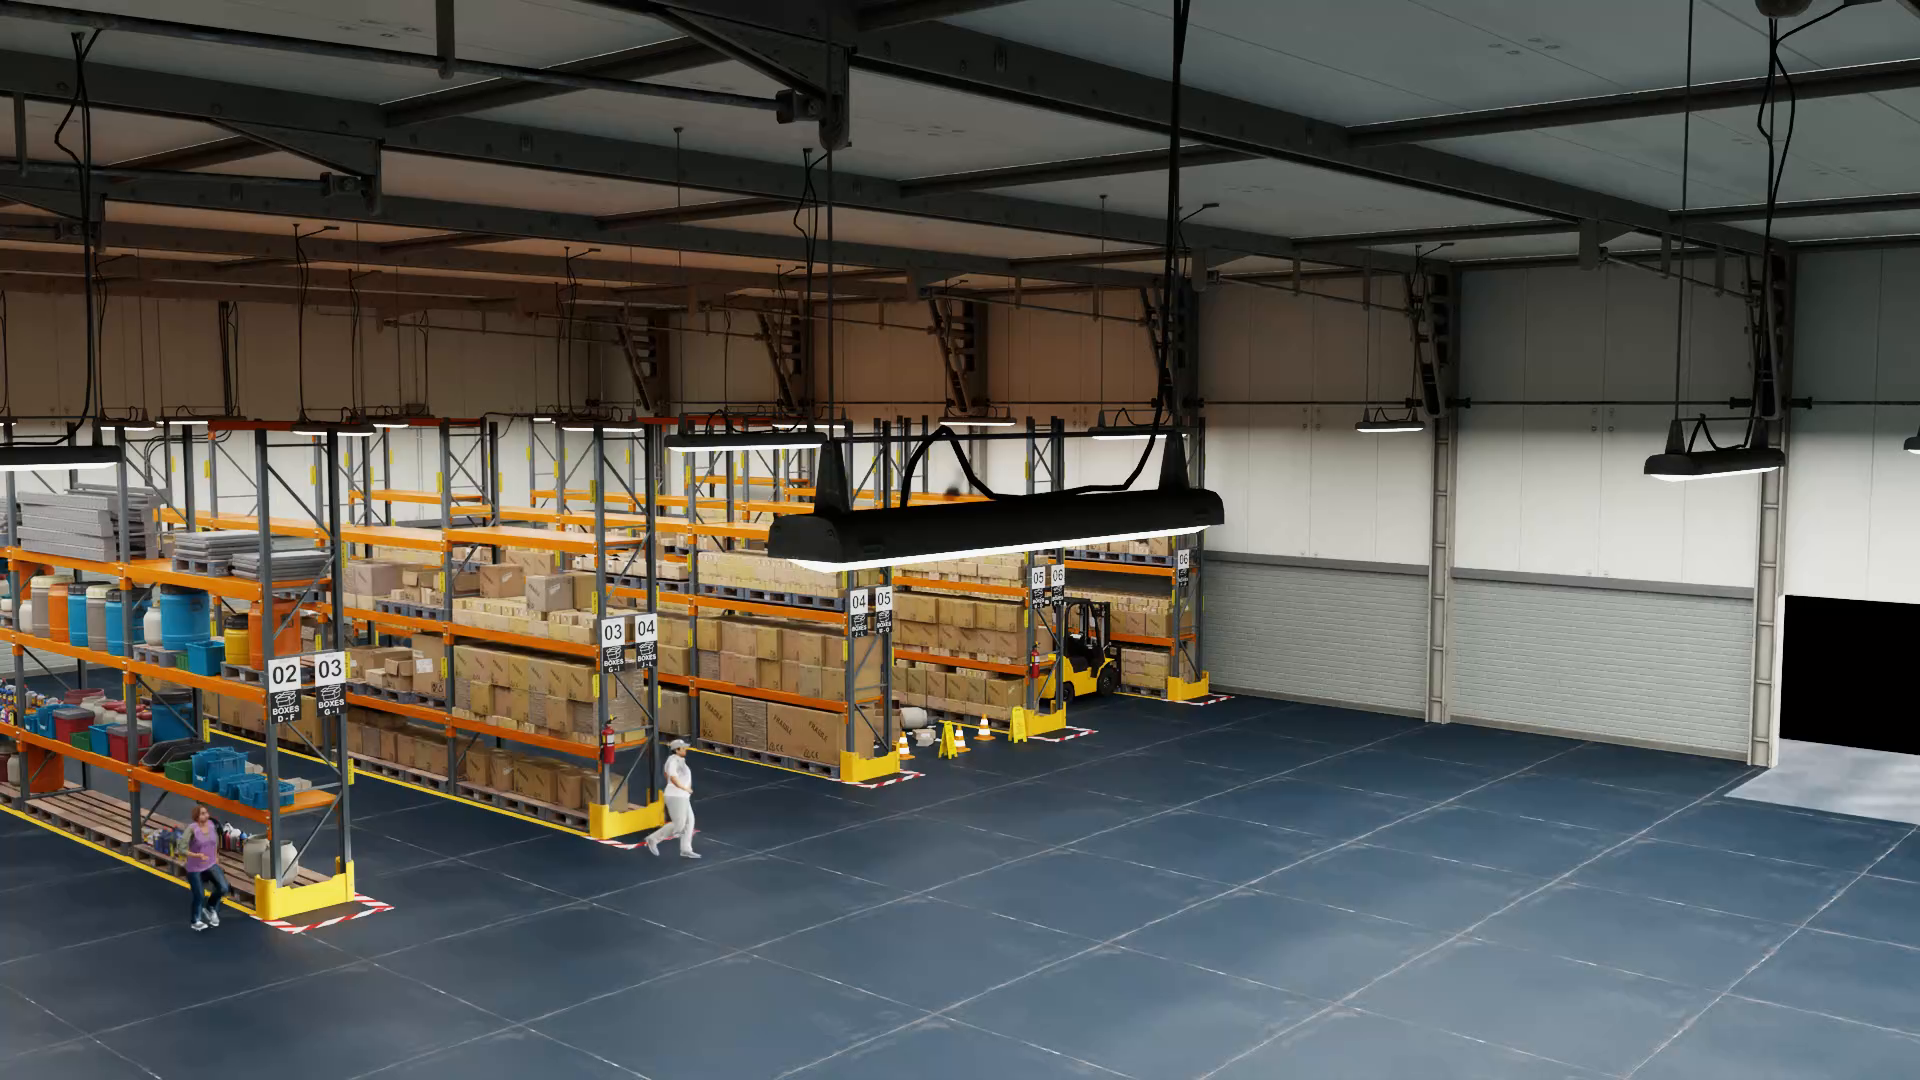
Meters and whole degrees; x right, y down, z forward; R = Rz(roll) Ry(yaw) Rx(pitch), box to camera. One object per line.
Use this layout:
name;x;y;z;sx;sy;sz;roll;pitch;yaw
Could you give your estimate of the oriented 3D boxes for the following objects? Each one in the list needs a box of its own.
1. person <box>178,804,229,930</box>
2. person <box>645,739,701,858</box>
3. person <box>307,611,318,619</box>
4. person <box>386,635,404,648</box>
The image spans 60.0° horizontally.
person;-8.998;3.897;19.787;0.613;1.544;0.576;3;6;35
person;-4.003;3.602;23.193;0.762;1.643;0.645;-1;5;-8
person;-14.505;2.403;37.049;0.744;1.711;0.650;-4;6;-38
person;-13.516;2.196;39.886;0.544;1.648;0.689;1;5;8
